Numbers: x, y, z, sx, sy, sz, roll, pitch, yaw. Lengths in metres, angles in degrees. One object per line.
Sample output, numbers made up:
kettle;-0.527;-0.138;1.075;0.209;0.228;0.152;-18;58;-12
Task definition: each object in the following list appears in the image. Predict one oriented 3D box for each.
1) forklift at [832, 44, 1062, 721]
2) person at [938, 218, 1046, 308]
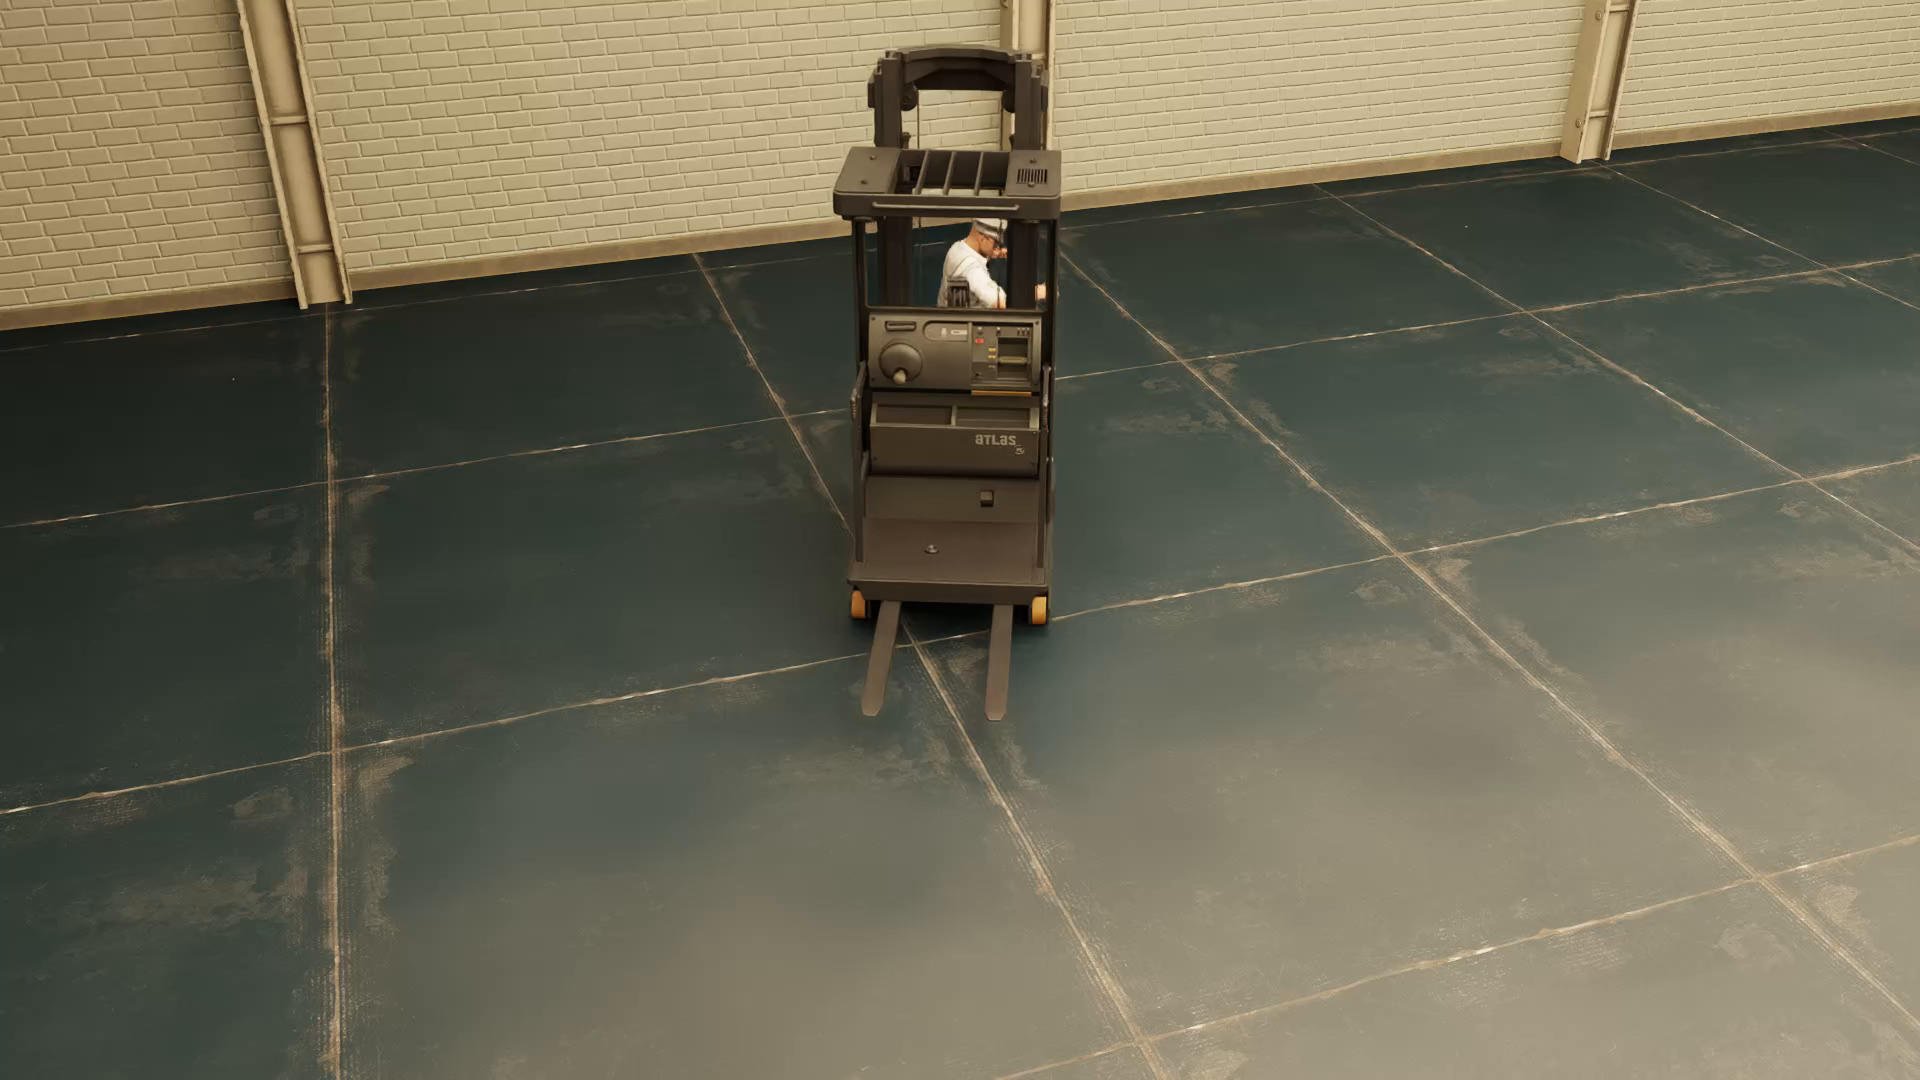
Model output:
forklift;-0.039;-0.967;8.767;1.130;2.935;3.031;2;30;3
person;0.232;-1.452;11.032;0.760;1.514;1.067;-3;30;-5
